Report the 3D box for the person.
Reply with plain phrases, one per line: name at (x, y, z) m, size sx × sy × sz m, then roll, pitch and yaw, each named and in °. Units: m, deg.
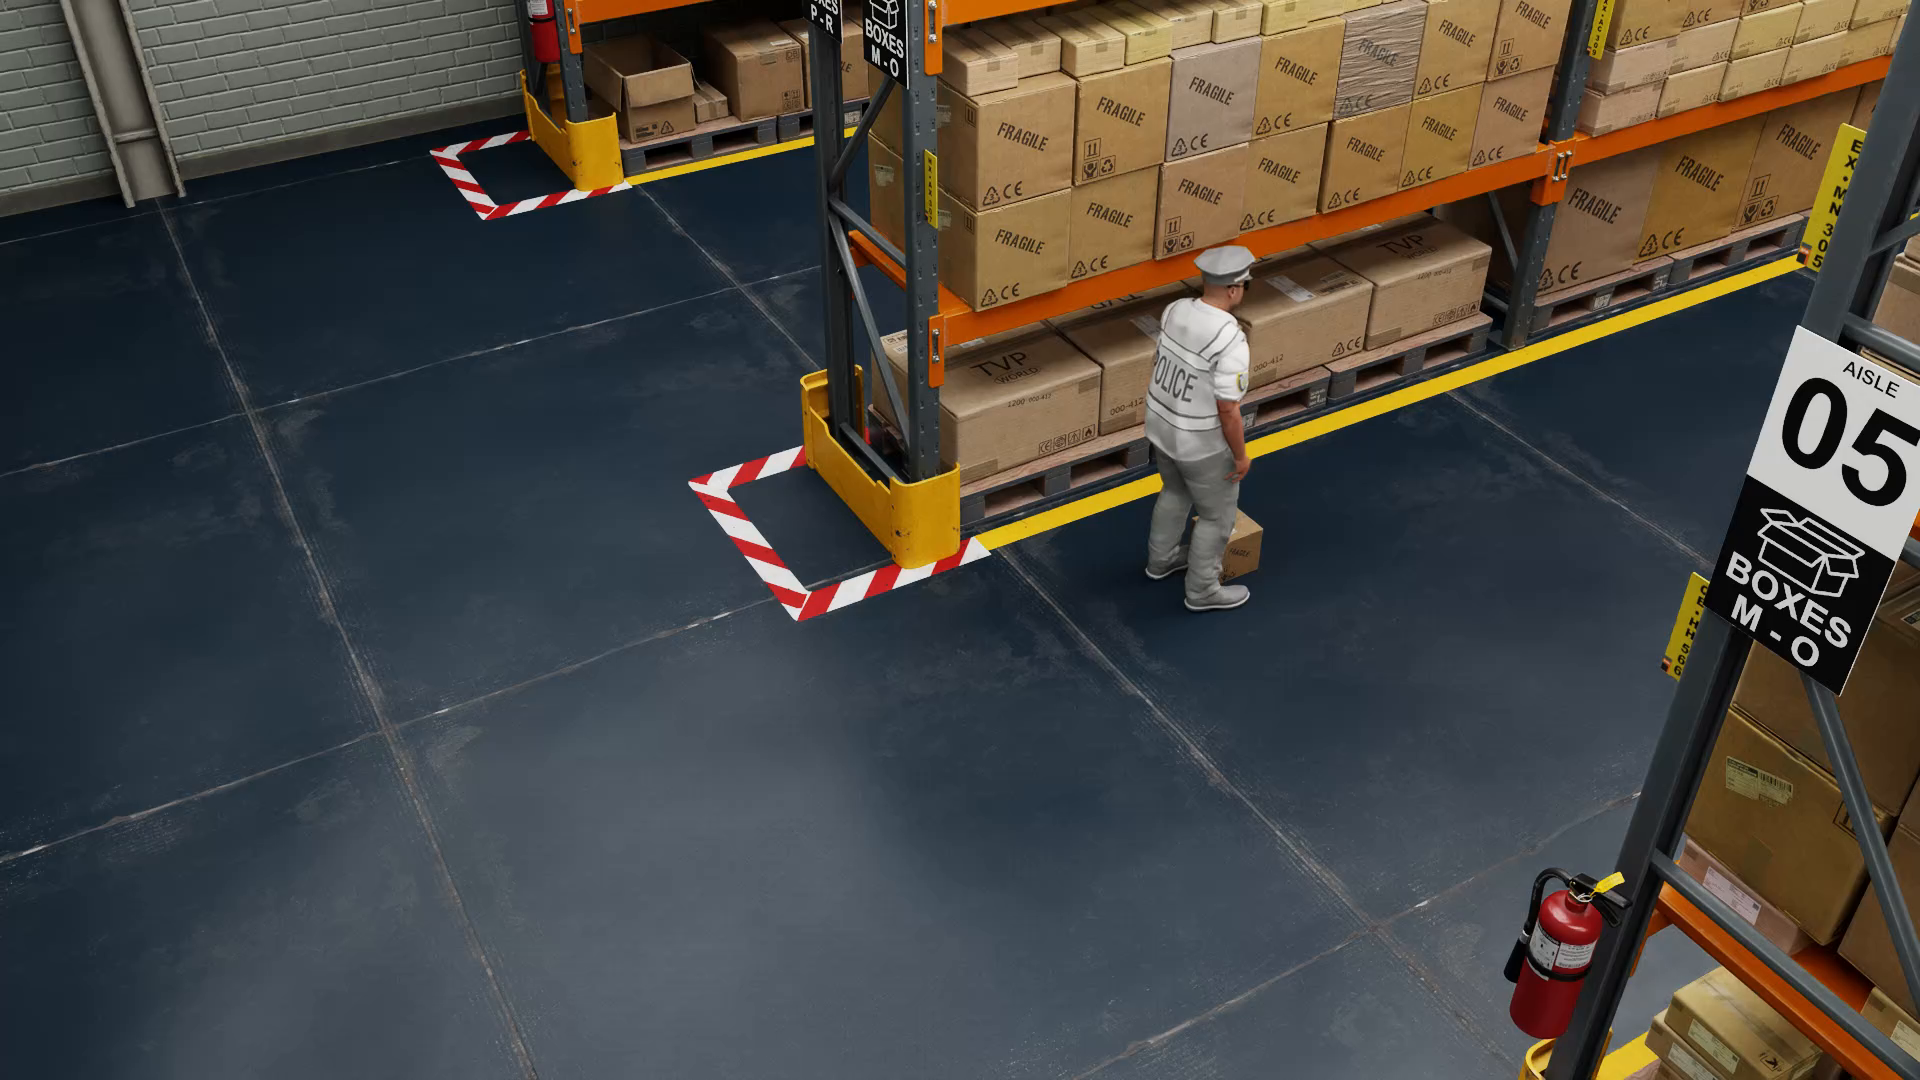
person at (1.082, -0.488, 7.580) m, size 0.439 × 1.747 × 0.585 m, roll -19°, pitch 41°, yaw -24°
